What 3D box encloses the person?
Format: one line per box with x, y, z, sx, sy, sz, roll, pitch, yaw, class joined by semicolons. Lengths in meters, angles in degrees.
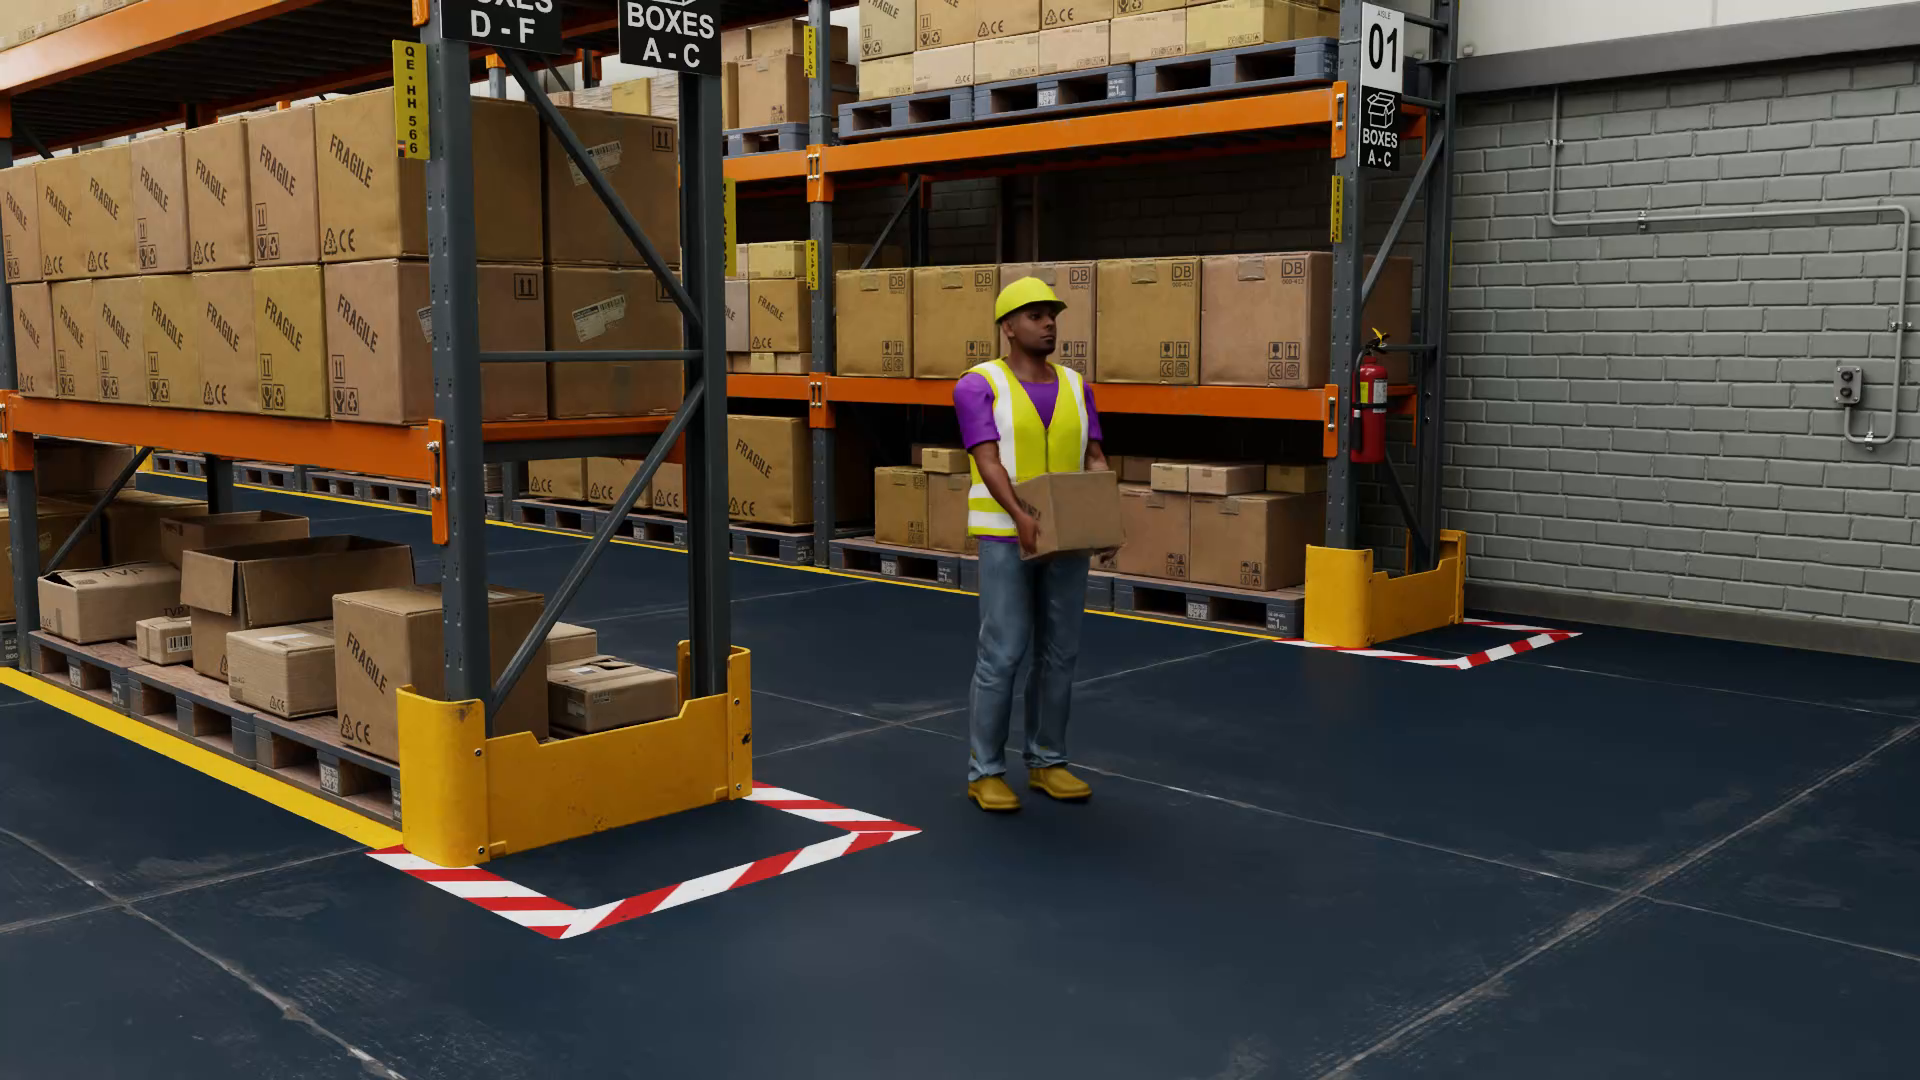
0.285;0.011;5.557;0.516;1.770;0.570;-3;8;-26;person
